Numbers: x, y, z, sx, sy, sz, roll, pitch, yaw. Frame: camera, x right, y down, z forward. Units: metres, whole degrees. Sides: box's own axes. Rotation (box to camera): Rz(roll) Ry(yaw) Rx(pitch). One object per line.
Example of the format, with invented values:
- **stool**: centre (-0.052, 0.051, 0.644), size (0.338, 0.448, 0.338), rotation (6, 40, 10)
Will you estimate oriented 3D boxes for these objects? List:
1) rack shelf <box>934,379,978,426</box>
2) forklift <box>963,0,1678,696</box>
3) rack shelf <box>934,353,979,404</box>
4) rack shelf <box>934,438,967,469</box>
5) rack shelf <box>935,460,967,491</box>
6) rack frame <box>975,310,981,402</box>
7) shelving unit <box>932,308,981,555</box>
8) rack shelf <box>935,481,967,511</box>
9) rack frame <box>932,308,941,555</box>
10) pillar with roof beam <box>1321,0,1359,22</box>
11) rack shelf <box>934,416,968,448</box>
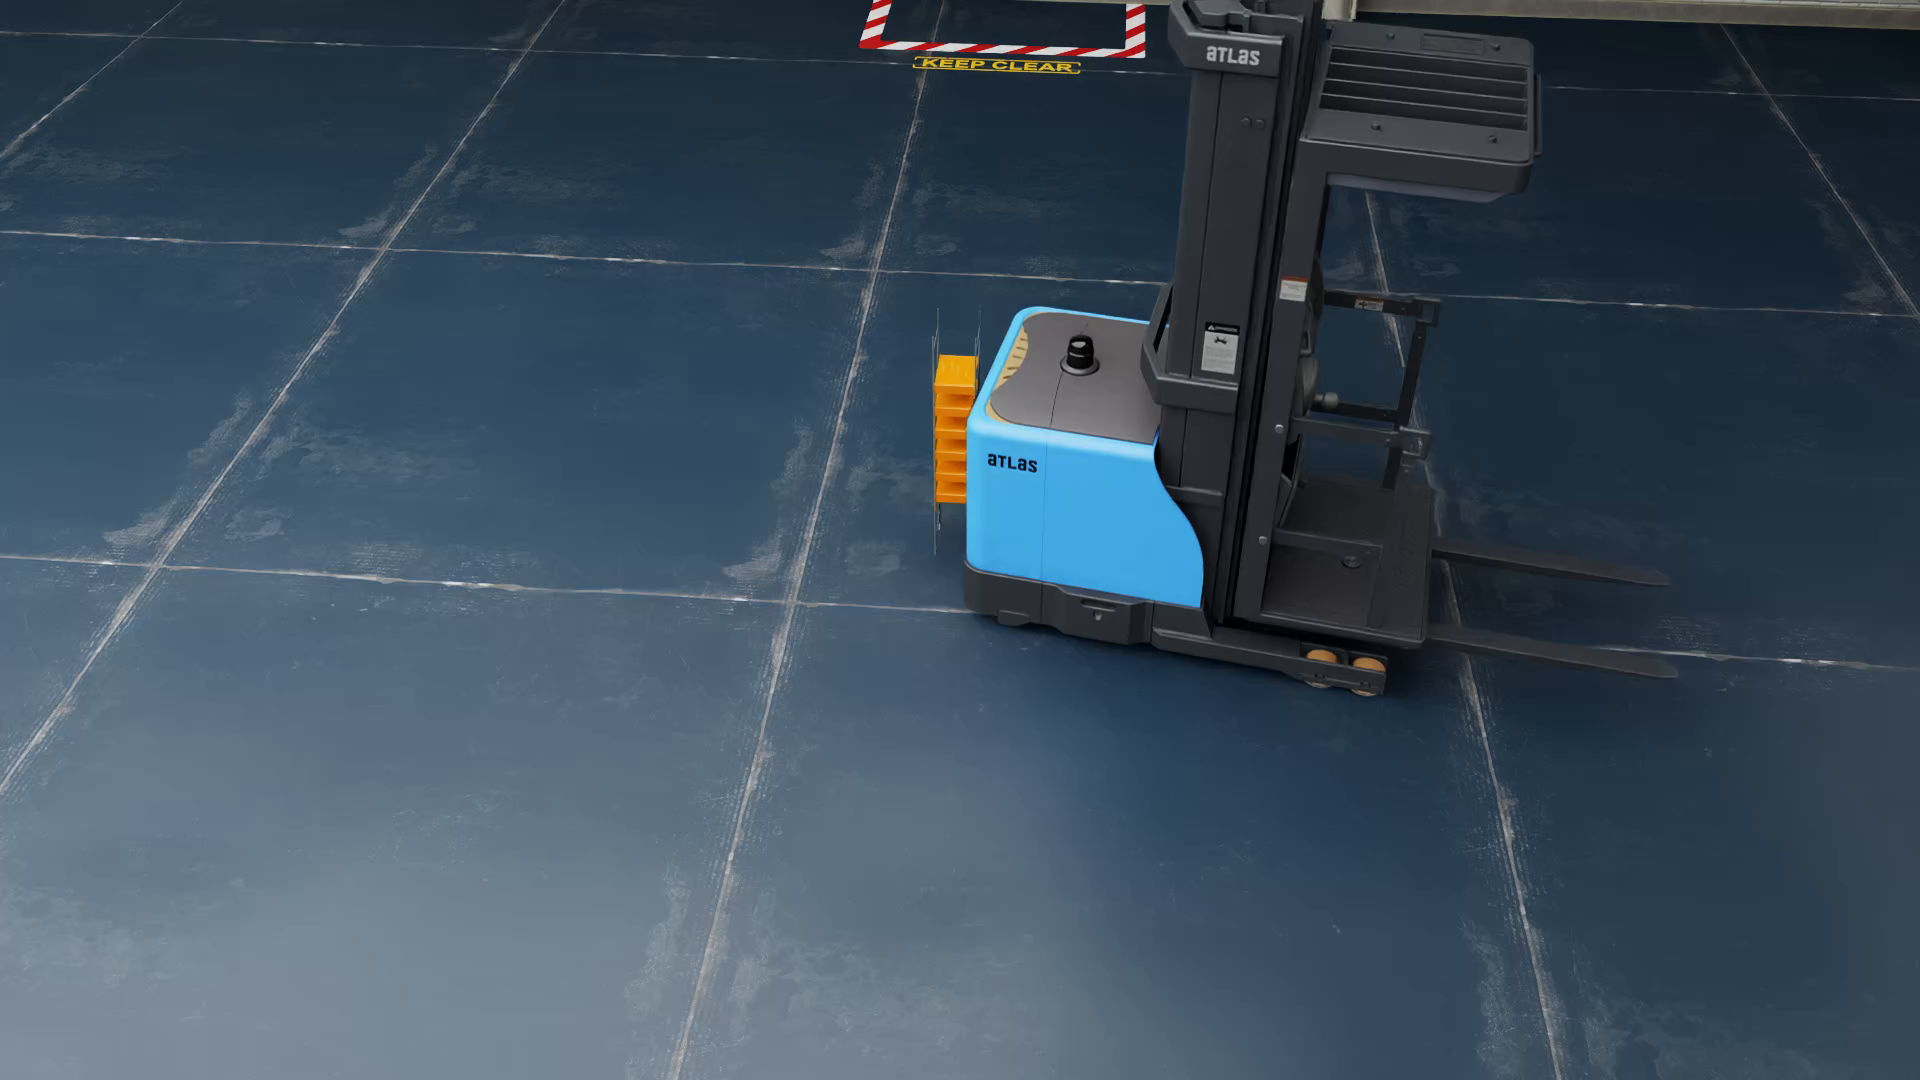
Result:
- **rack shelf**: centre (-0.014, -0.618, 7.419), size (0.180, 0.103, 0.258), rotation (3, 39, 4)
- **forklift**: centre (1.590, -0.844, 6.636), size (3.031, 2.935, 1.130), rotation (10, 40, 12)
- **rack shelf**: centre (-0.014, -0.711, 7.343), size (0.180, 0.103, 0.258), rotation (3, 39, 4)
- **rack shelf**: centre (-0.014, -0.432, 7.571), size (0.180, 0.103, 0.258), rotation (3, 39, 4)
- **rack shelf**: centre (-0.014, -0.339, 7.646), size (0.180, 0.103, 0.258), rotation (3, 39, 4)
- **rack frame**: centre (0.077, -0.461, 7.537), size (0.006, 1.200, 0.240), rotation (3, 39, 4)
- **shelving unit**: centre (-0.014, -0.466, 7.543), size (0.189, 1.200, 0.258), rotation (3, 39, 4)
- **rack shelf**: centre (-0.014, -0.246, 7.722), size (0.180, 0.103, 0.258), rotation (3, 39, 4)
- **rack frame**: centre (-0.106, -0.471, 7.549), size (0.006, 1.200, 0.240), rotation (3, 39, 4)
- **pillar with roof beam**: centre (2.482, -4.853, 6.754), size (0.400, 9.000, 9.100), rotation (3, 39, 4)
- **rack shelf**: centre (-0.014, -0.525, 7.495), size (0.180, 0.103, 0.258), rotation (3, 39, 4)
